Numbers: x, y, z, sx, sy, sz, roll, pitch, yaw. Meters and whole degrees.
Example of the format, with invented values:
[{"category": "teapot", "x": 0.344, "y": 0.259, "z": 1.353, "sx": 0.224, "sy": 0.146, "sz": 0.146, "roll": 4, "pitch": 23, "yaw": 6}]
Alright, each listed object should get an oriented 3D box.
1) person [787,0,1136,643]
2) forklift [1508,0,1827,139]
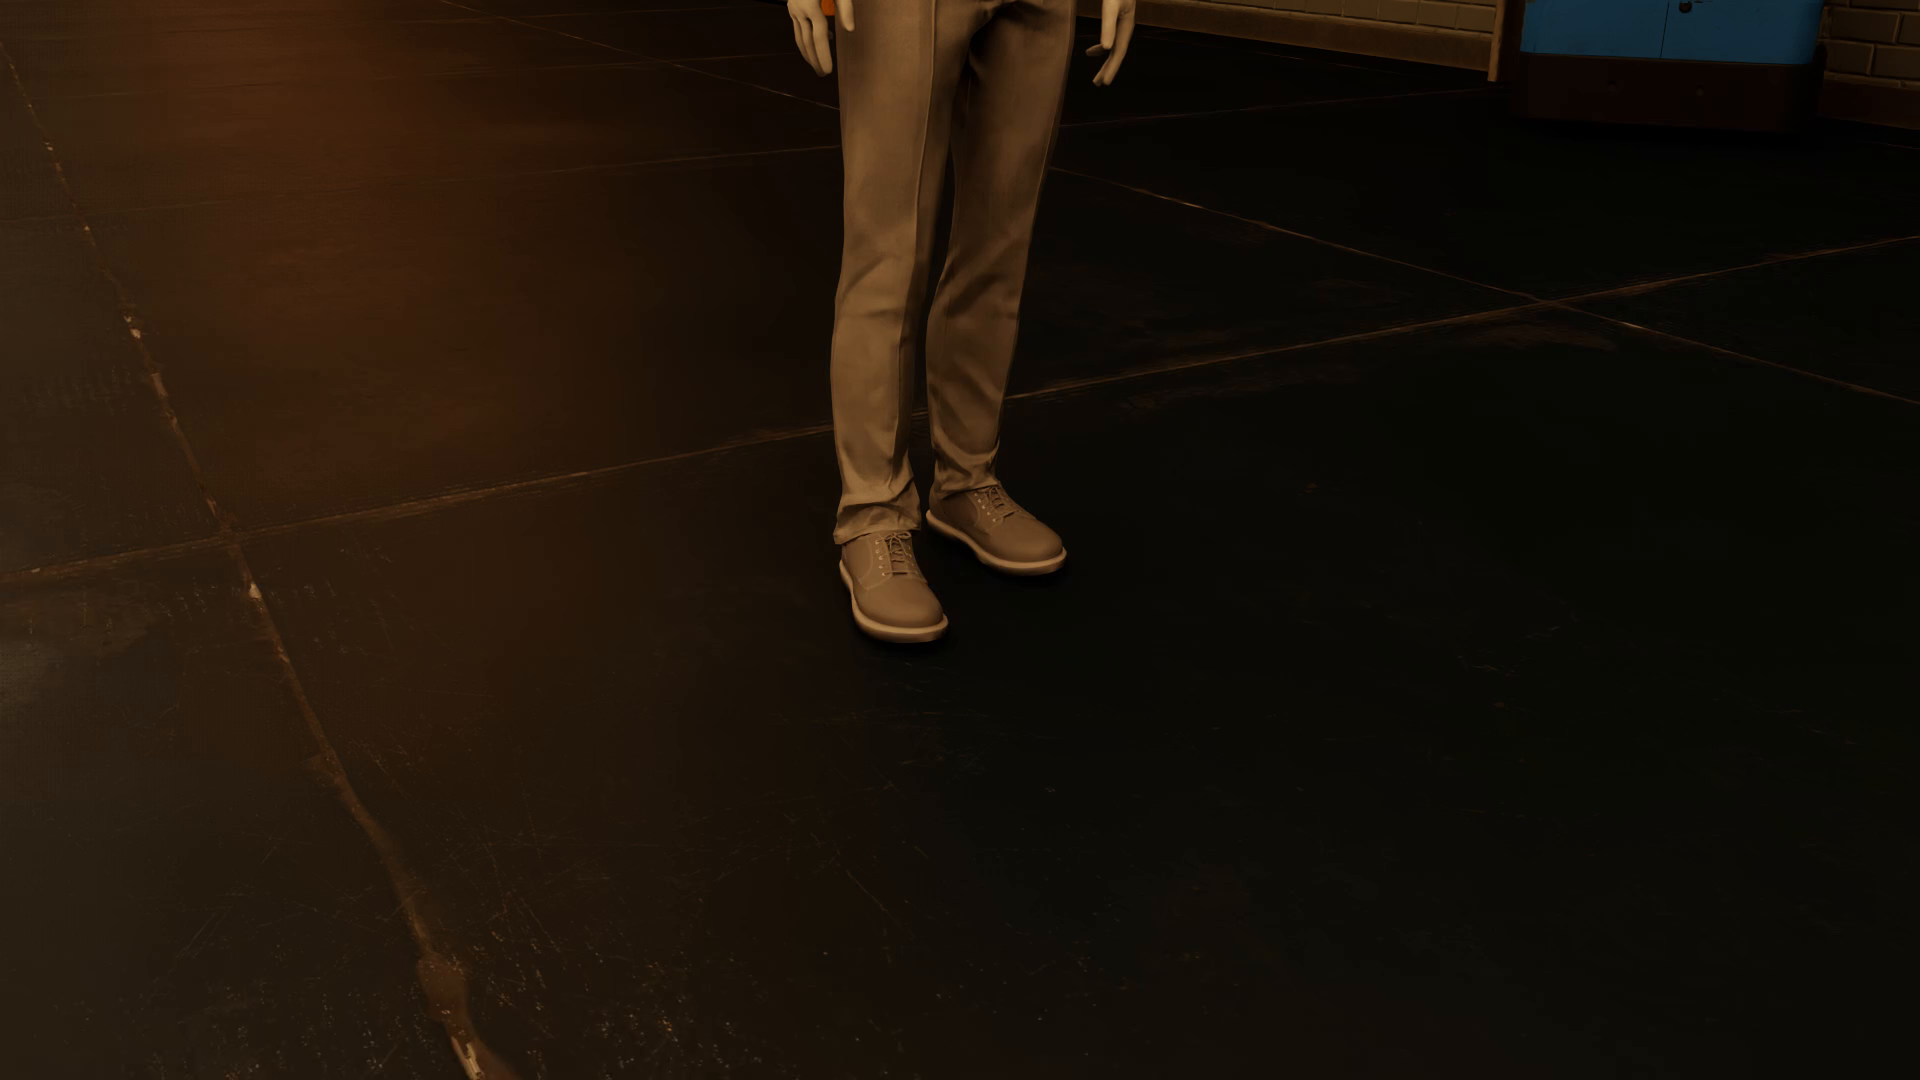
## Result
[{"category": "person", "x": 0.029, "y": -0.767, "z": 2.252, "sx": 0.586, "sy": 1.694, "sz": 0.530, "roll": -12, "pitch": 25, "yaw": -28}, {"category": "forklift", "x": 3.217, "y": -3.361, "z": 6.964, "sx": 1.130, "sy": 2.935, "sz": 3.031, "roll": 10, "pitch": 24, "yaw": 23}]
